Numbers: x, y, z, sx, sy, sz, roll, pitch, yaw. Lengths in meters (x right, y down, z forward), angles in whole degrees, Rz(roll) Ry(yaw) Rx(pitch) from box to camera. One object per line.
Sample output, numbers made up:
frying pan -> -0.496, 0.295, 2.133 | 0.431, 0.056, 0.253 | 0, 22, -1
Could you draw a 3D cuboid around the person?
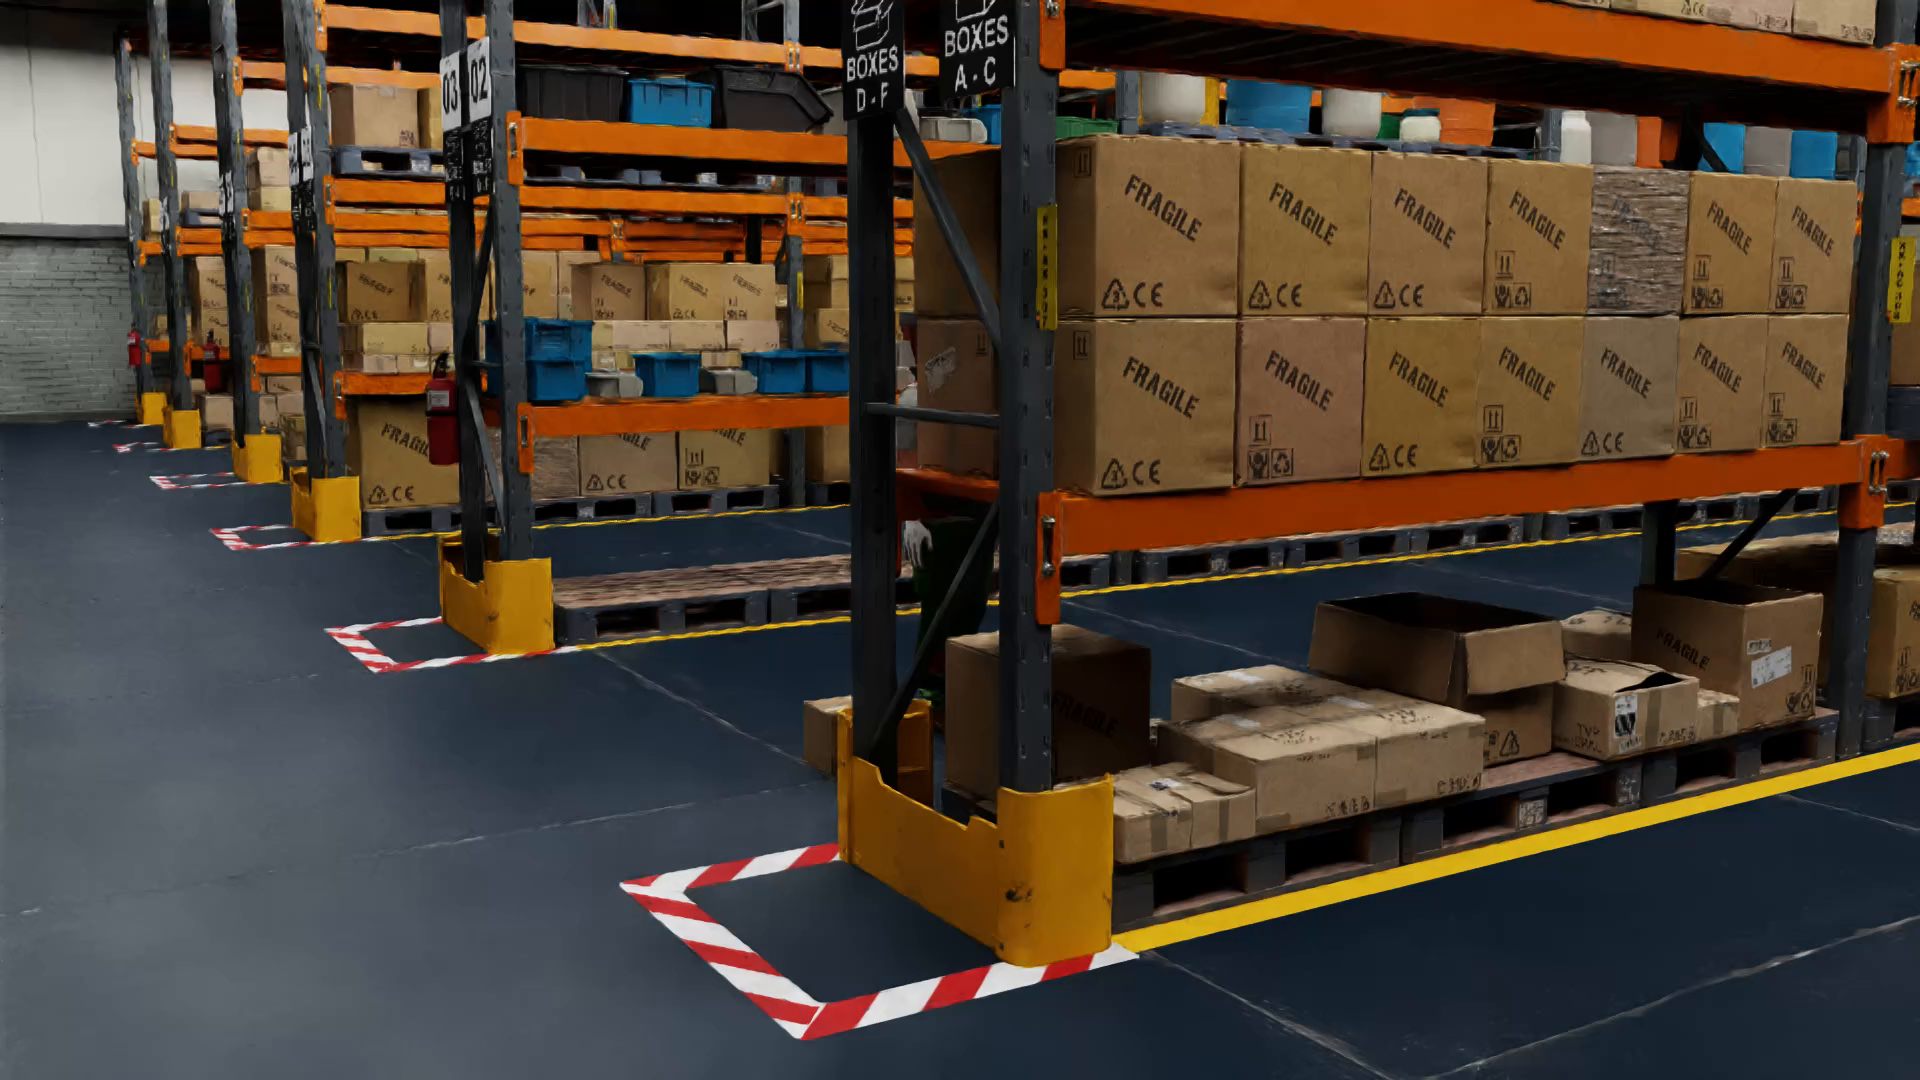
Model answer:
person -> -0.035, -0.064, 7.173 | 0.559, 1.830, 0.424 | -8, 11, -44
